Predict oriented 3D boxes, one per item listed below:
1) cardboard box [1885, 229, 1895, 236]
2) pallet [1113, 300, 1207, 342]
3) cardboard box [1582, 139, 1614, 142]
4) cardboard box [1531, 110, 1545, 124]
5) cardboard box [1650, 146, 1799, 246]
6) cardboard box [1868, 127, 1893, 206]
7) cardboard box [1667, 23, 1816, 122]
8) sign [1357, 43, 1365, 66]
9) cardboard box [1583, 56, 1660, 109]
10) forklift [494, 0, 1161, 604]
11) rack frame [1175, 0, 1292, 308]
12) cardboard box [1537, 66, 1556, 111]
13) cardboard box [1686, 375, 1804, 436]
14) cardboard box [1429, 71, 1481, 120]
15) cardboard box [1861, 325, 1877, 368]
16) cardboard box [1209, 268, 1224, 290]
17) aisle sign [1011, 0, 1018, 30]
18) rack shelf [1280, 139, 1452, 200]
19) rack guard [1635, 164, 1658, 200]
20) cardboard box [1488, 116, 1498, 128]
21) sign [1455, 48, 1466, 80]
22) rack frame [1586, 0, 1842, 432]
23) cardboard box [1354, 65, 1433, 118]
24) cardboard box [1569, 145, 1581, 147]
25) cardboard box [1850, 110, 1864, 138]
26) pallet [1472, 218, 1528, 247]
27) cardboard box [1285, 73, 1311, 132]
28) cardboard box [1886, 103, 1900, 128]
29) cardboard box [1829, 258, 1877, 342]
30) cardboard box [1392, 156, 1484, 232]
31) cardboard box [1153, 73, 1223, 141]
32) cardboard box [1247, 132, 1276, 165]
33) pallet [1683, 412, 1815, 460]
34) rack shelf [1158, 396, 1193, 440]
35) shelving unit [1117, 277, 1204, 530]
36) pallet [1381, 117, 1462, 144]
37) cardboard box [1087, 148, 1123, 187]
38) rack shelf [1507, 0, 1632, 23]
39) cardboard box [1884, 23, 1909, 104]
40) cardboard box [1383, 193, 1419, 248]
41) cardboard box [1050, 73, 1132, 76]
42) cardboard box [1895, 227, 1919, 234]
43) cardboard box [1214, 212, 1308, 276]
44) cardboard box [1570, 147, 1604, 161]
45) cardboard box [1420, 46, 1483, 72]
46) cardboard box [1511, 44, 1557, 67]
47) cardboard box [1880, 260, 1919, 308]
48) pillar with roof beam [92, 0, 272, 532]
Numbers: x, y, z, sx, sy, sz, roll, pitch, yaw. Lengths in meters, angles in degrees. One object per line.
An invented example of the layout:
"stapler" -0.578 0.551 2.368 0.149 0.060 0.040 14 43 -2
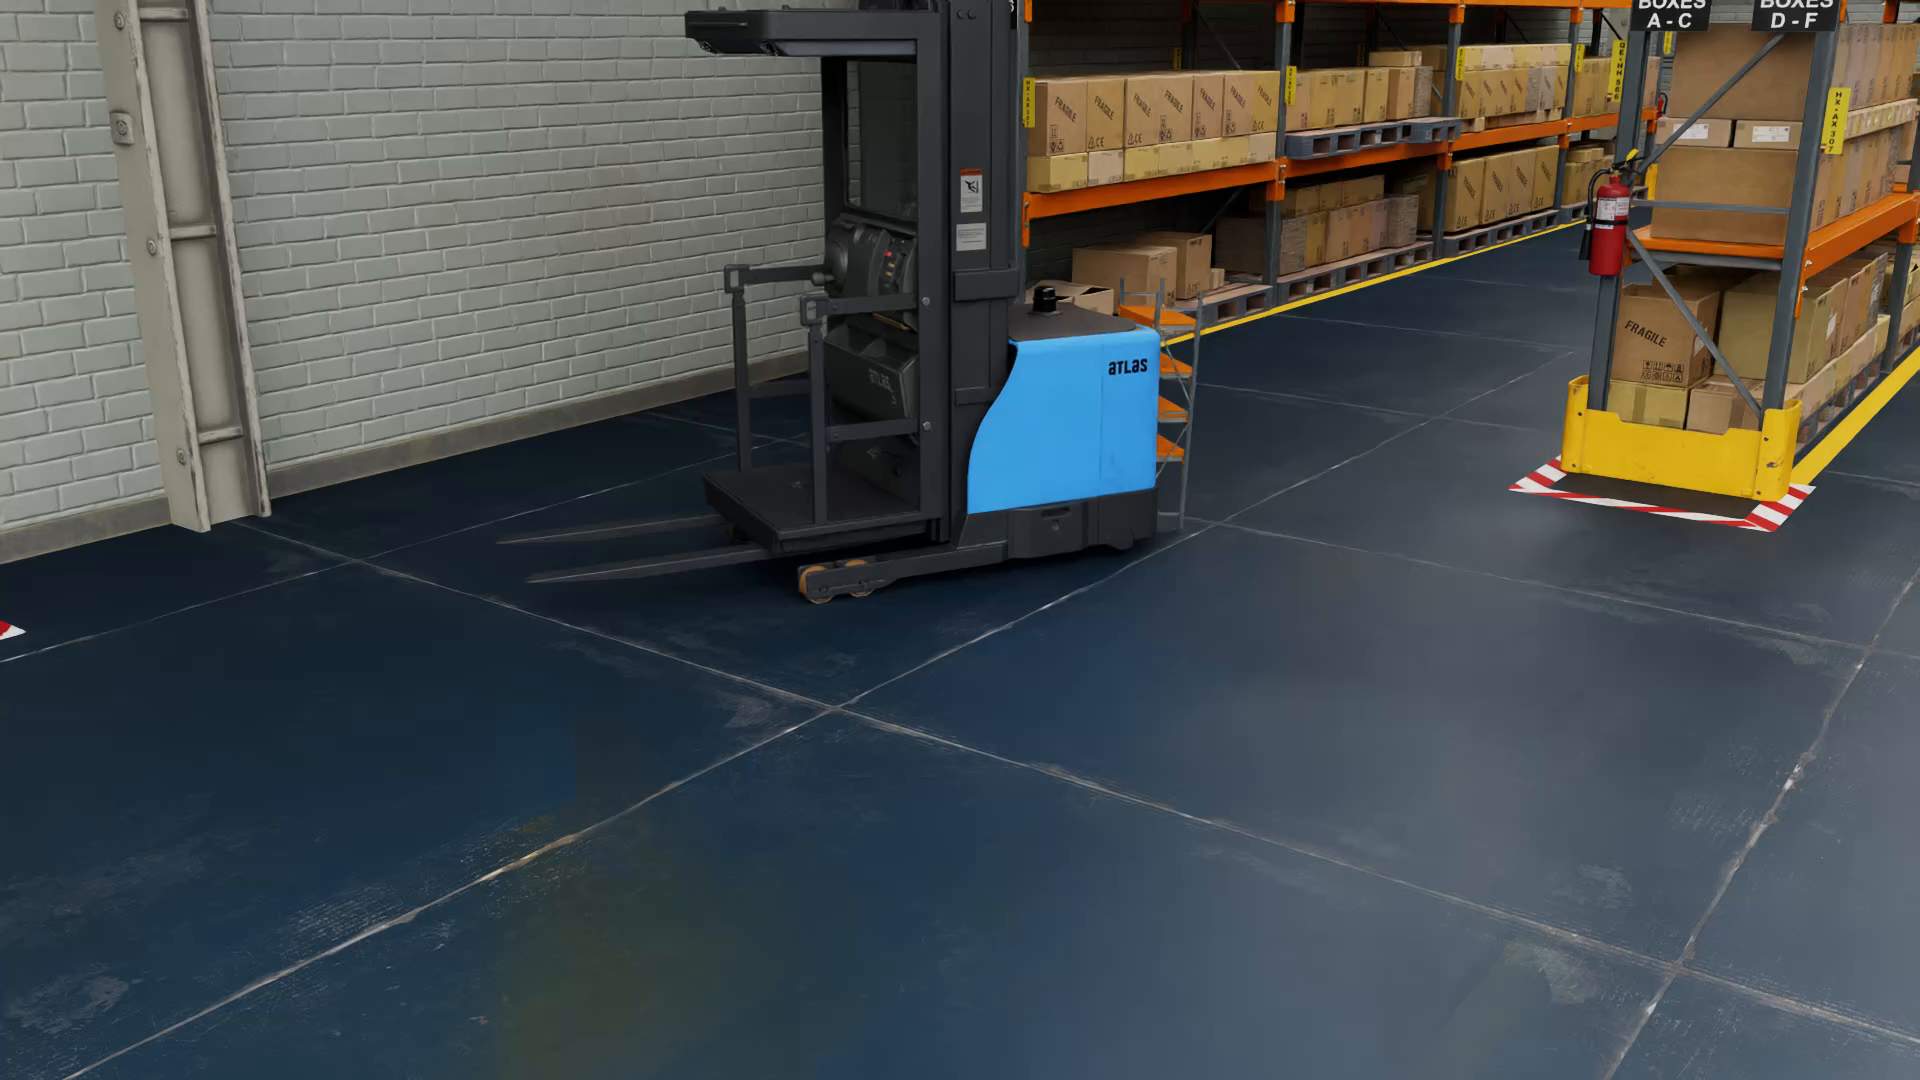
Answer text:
"cardboard box" 7.922 -2.640 14.671 0.500 0.311 0.500 12 21 33
"pallet" 1.314 -1.817 13.738 1.003 0.211 1.213 12 21 35
"cardboard box" 9.139 -5.662 23.831 0.380 0.149 0.250 13 21 35
"cardboard box" 6.772 -5.080 19.933 0.380 0.149 0.250 12 21 35
"cardboard box" 4.297 -1.936 9.251 0.700 0.500 0.500 12 21 35
"cardboard box" 5.824 -2.546 11.216 0.700 0.500 0.500 12 21 34
"cardboard box" 4.329 -2.568 9.100 0.700 0.500 0.500 13 21 35
"sign" 4.347 -5.209 18.009 0.100 0.325 0.005 12 21 35
"cardboard box" 9.266 -6.485 23.562 0.980 0.700 0.700 14 22 37
"forklift" -0.594 -1.296 7.476 3.031 2.935 1.130 -8 19 -25
"rack frame" 2.412 -3.606 14.799 1.000 3.000 0.127 12 21 35
"cardboard box" 6.810 -5.433 19.979 0.500 0.500 0.500 13 21 35
"cardboard box" 4.507 -0.755 9.546 0.500 0.250 0.500 12 21 35
"cardboard box" 5.290 -4.829 18.032 0.500 0.500 0.500 13 22 36
"cardboard box" 5.986 -1.353 11.471 0.500 0.250 0.500 12 21 35
"cardboard box" 2.117 -2.331 14.727 0.380 0.166 0.250 9 20 28
"aisle sign" 0.227 -3.825 11.120 0.394 0.787 0.004 12 21 35
"rack shelf" 3.603 -3.739 16.440 1.077 0.370 4.000 12 21 35
"rack guard" 9.576 -5.277 24.392 1.175 0.500 0.348 12 21 35
"cardboard box" 5.922 -4.798 19.025 0.380 0.149 0.250 13 21 36
"sign" 5.237 -4.981 17.406 0.100 0.325 0.005 12 21 35
"rack frame" 4.009 -1.779 8.915 1.000 3.000 0.127 12 21 35
"cardboard box" 4.523 -4.703 17.421 0.700 0.500 0.500 10 20 28
"cardboard box" 8.234 -5.299 22.664 0.380 0.149 0.250 12 21 34
"cardboard box" 5.182 -2.499 9.972 0.380 0.149 0.250 12 21 34
"pallet" 6.053 -3.691 19.774 1.003 0.211 1.213 12 21 35
"cardboard box" 2.742 -3.979 15.090 0.700 0.500 0.500 12 21 35
"cardboard box" 5.944 -2.803 10.949 0.380 0.149 0.250 12 21 35
"cardboard box" 5.689 -1.592 10.975 0.500 0.500 0.500 12 21 35
"cardboard box" 5.339 -3.885 18.613 0.750 0.750 0.750 12 21 34
"cardboard box" 1.777 -3.497 13.403 0.500 0.500 0.500 12 21 33
"cardboard box" 2.373 -3.378 14.283 0.500 0.250 0.500 12 21 35
"pallet" 4.431 -0.637 9.939 1.003 0.211 1.213 12 21 35
"rack shelf" 0.969 -0.631 8.459 0.258 0.148 0.480 -2 17 -16
"shelving unit" 0.972 -0.696 8.440 0.258 1.200 0.503 -2 17 -16
"pallet" 4.456 -4.279 17.288 1.213 0.211 1.003 12 21 35
"cardboard box" 0.872 -2.778 12.351 0.500 0.250 0.500 12 21 33
"rack shelf" 8.370 -7.077 22.131 1.077 0.370 4.000 12 21 35
"cardboard box" 5.833 -3.172 11.044 0.700 0.500 0.500 12 21 35
"cardboard box" 4.408 -3.395 17.591 0.700 0.500 0.500 13 21 35
"cardboard box" 1.051 -3.462 13.288 0.500 0.500 0.500 13 21 35
"cardboard box" 8.357 -2.547 14.369 0.500 0.311 0.500 12 21 34
"cardboard box" 2.837 -2.801 15.679 0.700 0.500 0.500 13 22 37
"cardboard box" 8.368 -5.162 22.222 0.380 0.149 0.250 12 21 33
"cardboard box" 5.290 -5.186 17.918 0.500 0.250 0.500 13 22 36
"cardboard box" 6.793 -5.793 19.871 0.500 0.250 0.500 13 21 36
"cardboard box" 6.839 -1.942 12.421 0.500 0.311 0.500 13 21 35
"pillar with roof beam" -0.367 -3.649 4.819 9.100 9.000 0.400 12 21 35
